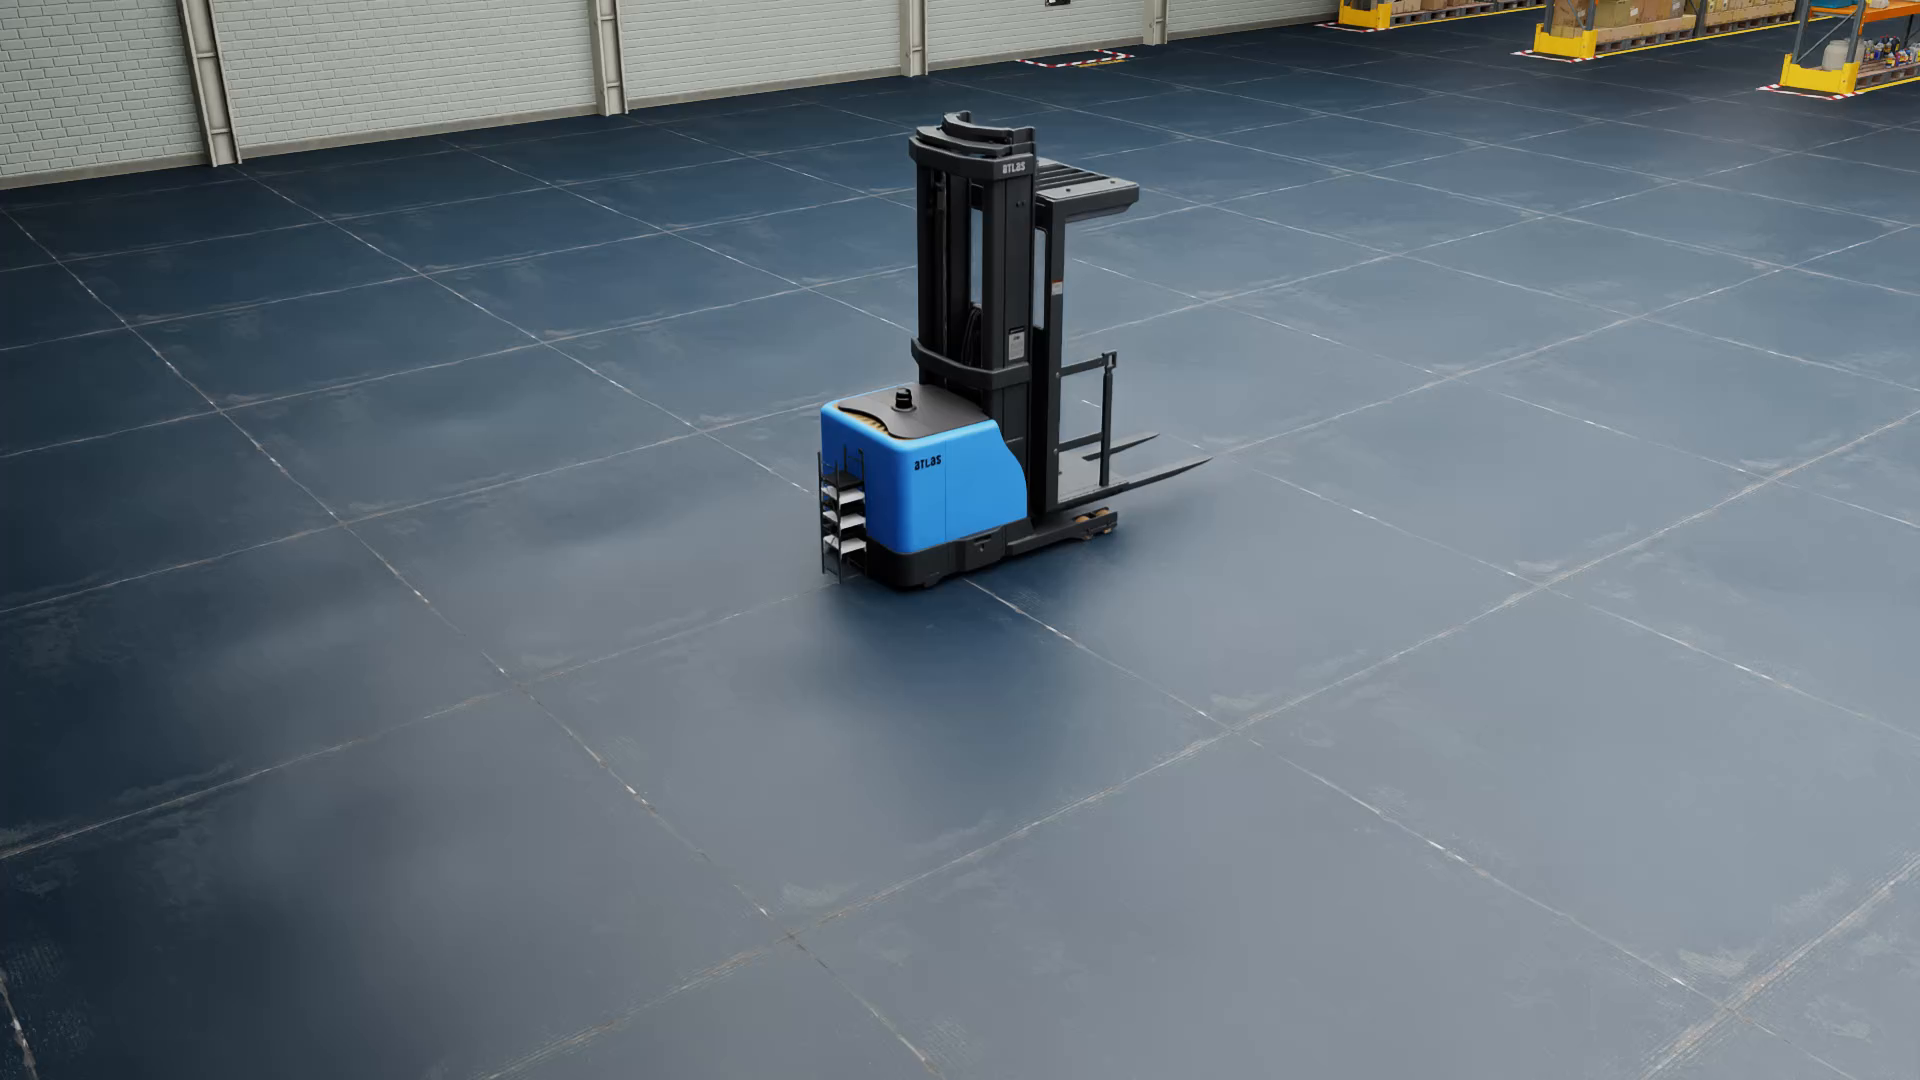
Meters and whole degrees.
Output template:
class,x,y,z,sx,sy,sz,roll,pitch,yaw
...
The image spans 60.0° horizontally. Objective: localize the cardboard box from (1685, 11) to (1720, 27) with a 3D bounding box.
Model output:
class,x,y,z,sx,sy,sz,roll,pitch,yaw
cardboard box,15.277,-10.753,34.250,0.500,0.250,0.500,-19,31,-35

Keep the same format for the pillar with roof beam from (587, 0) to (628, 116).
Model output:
class,x,y,z,sx,sy,sz,roll,pitch,yaw
pillar with roof beam,-2.892,-9.475,21.604,0.400,9.000,9.100,-18,31,-34

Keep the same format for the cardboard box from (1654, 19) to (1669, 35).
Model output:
class,x,y,z,sx,sy,sz,roll,pitch,yaw
cardboard box,13.793,-10.276,33.223,0.500,0.250,0.500,-18,31,-34

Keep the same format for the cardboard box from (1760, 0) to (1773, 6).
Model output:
class,x,y,z,sx,sy,sz,roll,pitch,yaw
cardboard box,16.890,-11.538,35.277,0.500,0.311,0.500,-18,31,-34

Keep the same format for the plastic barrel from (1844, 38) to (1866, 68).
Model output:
class,x,y,z,sx,sy,sz,roll,pitch,yaw
plastic barrel,15.578,-8.494,29.073,0.421,0.512,0.421,0,25,0

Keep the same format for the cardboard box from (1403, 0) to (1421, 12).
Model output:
class,x,y,z,sx,sy,sz,roll,pitch,yaw
cardboard box,9.648,-11.666,36.121,0.500,0.311,0.500,-15,29,-30

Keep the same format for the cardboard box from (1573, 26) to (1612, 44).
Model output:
class,x,y,z,sx,sy,sz,roll,pitch,yaw
cardboard box,12.218,-9.757,32.104,0.500,0.250,0.500,-18,31,-34

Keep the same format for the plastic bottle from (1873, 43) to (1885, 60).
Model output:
class,x,y,z,sx,sy,sz,roll,pitch,yaw
plastic bottle,16.597,-8.835,30.063,0.135,0.276,0.152,-18,31,-34

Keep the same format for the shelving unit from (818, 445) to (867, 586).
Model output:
class,x,y,z,sx,sy,sz,roll,pitch,yaw
shelving unit,-0.787,-0.163,11.160,0.210,0.900,0.258,-17,30,-33

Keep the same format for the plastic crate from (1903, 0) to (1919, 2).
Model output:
class,x,y,z,sx,sy,sz,roll,pitch,yaw
plastic crate,16.739,-9.520,29.139,0.437,0.136,0.530,-18,31,-34

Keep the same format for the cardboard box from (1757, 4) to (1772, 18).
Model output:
class,x,y,z,sx,sy,sz,roll,pitch,yaw
cardboard box,16.890,-11.287,35.401,0.500,0.250,0.500,-17,30,-33

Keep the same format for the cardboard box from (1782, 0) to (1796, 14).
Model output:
class,x,y,z,sx,sy,sz,roll,pitch,yaw
cardboard box,17.691,-11.552,35.972,0.500,0.250,0.500,-17,30,-33

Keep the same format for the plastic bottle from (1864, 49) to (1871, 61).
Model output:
class,x,y,z,sx,sy,sz,roll,pitch,yaw
plastic bottle,16.303,-8.714,29.892,0.097,0.201,0.097,0,25,0

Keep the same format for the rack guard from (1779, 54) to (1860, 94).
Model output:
class,x,y,z,sx,sy,sz,roll,pitch,yaw
rack guard,14.743,-8.007,28.537,0.348,0.500,1.175,-18,31,-34

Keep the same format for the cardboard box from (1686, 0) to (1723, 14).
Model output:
class,x,y,z,sx,sy,sz,roll,pitch,yaw
cardboard box,15.286,-11.009,34.137,0.500,0.311,0.500,-18,30,-34

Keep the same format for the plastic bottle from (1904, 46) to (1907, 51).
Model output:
class,x,y,z,sx,sy,sz,roll,pitch,yaw
plastic bottle,16.930,-8.710,29.786,0.133,0.283,0.061,-18,31,-34

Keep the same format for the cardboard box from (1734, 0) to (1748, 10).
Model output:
class,x,y,z,sx,sy,sz,roll,pitch,yaw
cardboard box,16.089,-11.272,34.704,0.500,0.311,0.500,-19,31,-36

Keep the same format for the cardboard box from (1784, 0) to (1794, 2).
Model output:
class,x,y,z,sx,sy,sz,roll,pitch,yaw
cardboard box,17.694,-11.806,35.853,0.500,0.311,0.500,-17,30,-33

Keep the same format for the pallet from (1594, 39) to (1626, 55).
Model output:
class,x,y,z,sx,sy,sz,roll,pitch,yaw
pallet,12.235,-9.695,32.517,1.213,0.211,1.003,-18,31,-34

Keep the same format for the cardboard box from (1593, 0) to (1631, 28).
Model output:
class,x,y,z,sx,sy,sz,roll,pitch,yaw
cardboard box,12.611,-10.227,32.227,0.500,0.500,0.500,-18,31,-34

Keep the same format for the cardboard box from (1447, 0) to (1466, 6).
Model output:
class,x,y,z,sx,sy,sz,roll,pitch,yaw
cardboard box,10.955,-12.210,37.069,0.500,0.500,0.500,-21,32,-38

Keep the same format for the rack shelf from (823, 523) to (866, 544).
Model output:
class,x,y,z,sx,sy,sz,roll,pitch,yaw
rack shelf,-0.787,-0.051,11.212,0.200,0.077,0.258,-17,30,-33

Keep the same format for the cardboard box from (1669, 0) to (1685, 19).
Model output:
class,x,y,z,sx,sy,sz,roll,pitch,yaw
cardboard box,14.176,-10.751,33.356,0.500,0.500,0.500,-18,31,-34

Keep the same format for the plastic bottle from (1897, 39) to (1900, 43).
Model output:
class,x,y,z,sx,sy,sz,roll,pitch,yaw
plastic bottle,17.168,-9.047,30.511,0.133,0.283,0.061,-18,31,-34

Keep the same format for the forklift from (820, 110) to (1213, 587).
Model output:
class,x,y,z,sx,sy,sz,roll,pitch,yaw
forklift,0.520,-1.492,11.610,3.031,2.935,1.130,-17,30,-33

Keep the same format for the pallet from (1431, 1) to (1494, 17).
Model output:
class,x,y,z,sx,sy,sz,roll,pitch,yaw
pallet,11.240,-11.976,37.431,1.213,0.211,1.003,-18,31,-34

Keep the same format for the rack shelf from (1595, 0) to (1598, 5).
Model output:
class,x,y,z,sx,sy,sz,roll,pitch,yaw
rack shelf,13.233,-10.941,32.743,4.000,0.370,1.077,-18,31,-34

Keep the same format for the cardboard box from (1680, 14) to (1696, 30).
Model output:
class,x,y,z,sx,sy,sz,roll,pitch,yaw
cardboard box,14.577,-10.537,33.786,0.500,0.250,0.500,-18,31,-34

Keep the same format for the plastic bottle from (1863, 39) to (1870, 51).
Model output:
class,x,y,z,sx,sy,sz,roll,pitch,yaw
plastic bottle,16.340,-8.863,30.035,0.185,0.351,0.144,-17,30,-32

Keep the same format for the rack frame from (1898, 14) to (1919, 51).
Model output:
class,x,y,z,sx,sy,sz,roll,pitch,yaw
rack frame,17.860,-10.145,30.173,0.127,3.000,1.000,-18,31,-34

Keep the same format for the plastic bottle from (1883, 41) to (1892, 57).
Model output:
class,x,y,z,sx,sy,sz,roll,pitch,yaw
plastic bottle,16.929,-8.957,30.332,0.097,0.271,0.097,0,25,0

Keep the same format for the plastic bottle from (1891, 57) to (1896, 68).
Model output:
class,x,y,z,sx,sy,sz,roll,pitch,yaw
plastic bottle,16.413,-8.431,29.281,0.097,0.201,0.097,0,25,0

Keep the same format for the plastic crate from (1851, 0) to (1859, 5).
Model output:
class,x,y,z,sx,sy,sz,roll,pitch,yaw
plastic crate,15.436,-9.434,28.819,0.408,0.251,0.499,-18,31,-34

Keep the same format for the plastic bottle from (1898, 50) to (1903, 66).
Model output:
class,x,y,z,sx,sy,sz,roll,pitch,yaw
plastic bottle,16.601,-8.525,29.400,0.097,0.271,0.097,0,25,0

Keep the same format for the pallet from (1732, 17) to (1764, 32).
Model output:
class,x,y,z,sx,sy,sz,roll,pitch,yaw
pallet,16.323,-11.045,35.425,1.213,0.211,1.003,-18,31,-34

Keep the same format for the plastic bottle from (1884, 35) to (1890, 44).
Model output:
class,x,y,z,sx,sy,sz,roll,pitch,yaw
plastic bottle,16.969,-9.071,30.483,0.185,0.351,0.144,-17,30,-33

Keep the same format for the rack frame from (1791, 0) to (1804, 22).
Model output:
class,x,y,z,sx,sy,sz,roll,pitch,yaw
rack frame,17.954,-12.826,35.950,0.127,3.000,1.000,-18,31,-34

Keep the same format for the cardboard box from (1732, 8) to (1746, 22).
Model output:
class,x,y,z,sx,sy,sz,roll,pitch,yaw
cardboard box,16.086,-11.021,34.827,0.500,0.250,0.500,-19,31,-36

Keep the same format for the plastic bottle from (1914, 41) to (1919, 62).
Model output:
class,x,y,z,sx,sy,sz,roll,pitch,yaw
plastic bottle,17.126,-8.746,29.784,0.185,0.351,0.144,-18,31,-34

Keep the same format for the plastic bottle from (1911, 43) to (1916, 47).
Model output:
class,x,y,z,sx,sy,sz,roll,pitch,yaw
plastic bottle,17.269,-8.839,30.072,0.135,0.276,0.152,-18,31,-34

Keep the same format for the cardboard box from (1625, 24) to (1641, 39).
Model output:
class,x,y,z,sx,sy,sz,roll,pitch,yaw
cardboard box,13.003,-10.017,32.666,0.500,0.250,0.500,-18,31,-34

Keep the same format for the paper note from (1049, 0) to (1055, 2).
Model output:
class,x,y,z,sx,sy,sz,roll,pitch,yaw
paper note,1.745,-10.246,31.437,0.142,0.148,0.016,-18,31,-34

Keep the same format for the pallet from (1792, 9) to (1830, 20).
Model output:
class,x,y,z,sx,sy,sz,roll,pitch,yaw
pallet,18.565,-11.742,36.928,1.213,0.211,1.003,-18,31,-34

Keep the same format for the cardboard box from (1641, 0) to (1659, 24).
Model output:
class,x,y,z,sx,sy,sz,roll,pitch,yaw
cardboard box,13.400,-10.485,32.784,0.500,0.500,0.500,-18,31,-34

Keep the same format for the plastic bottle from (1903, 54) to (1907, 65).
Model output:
class,x,y,z,sx,sy,sz,roll,pitch,yaw
plastic bottle,16.758,-8.545,29.526,0.097,0.201,0.097,0,25,0

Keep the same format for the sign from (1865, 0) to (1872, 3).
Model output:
class,x,y,z,sx,sy,sz,roll,pitch,yaw
sign,15.049,-9.048,27.481,0.005,0.325,0.100,-18,31,-34

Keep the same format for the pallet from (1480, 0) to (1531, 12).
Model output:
class,x,y,z,sx,sy,sz,roll,pitch,yaw
pallet,12.359,-12.365,38.269,1.213,0.211,1.003,-18,31,-34

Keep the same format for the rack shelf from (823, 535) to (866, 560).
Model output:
class,x,y,z,sx,sy,sz,roll,pitch,yaw
rack shelf,-0.787,0.030,11.250,0.200,0.077,0.258,-17,30,-33

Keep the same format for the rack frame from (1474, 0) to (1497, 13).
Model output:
class,x,y,z,sx,sy,sz,roll,pitch,yaw
rack frame,11.747,-13.427,37.245,0.127,3.000,1.000,-18,31,-34

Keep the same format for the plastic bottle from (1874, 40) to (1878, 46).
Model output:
class,x,y,z,sx,sy,sz,roll,pitch,yaw
plastic bottle,16.665,-8.962,30.329,0.133,0.283,0.061,-17,30,-32

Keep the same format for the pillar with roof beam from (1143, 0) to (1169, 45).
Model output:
class,x,y,z,sx,sy,sz,roll,pitch,yaw
pillar with roof beam,6.551,-12.593,28.321,0.400,9.000,9.100,-18,31,-34

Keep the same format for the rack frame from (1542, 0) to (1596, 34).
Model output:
class,x,y,z,sx,sy,sz,roll,pitch,yaw
rack frame,11.659,-10.748,31.472,0.127,3.000,1.000,-18,31,-34

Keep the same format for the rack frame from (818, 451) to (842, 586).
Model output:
class,x,y,z,sx,sy,sz,roll,pitch,yaw
rack frame,-0.868,-0.138,11.105,0.006,0.900,0.240,-17,30,-33

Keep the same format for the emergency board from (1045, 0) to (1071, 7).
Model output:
class,x,y,z,sx,sy,sz,roll,pitch,yaw
emergency board,1.927,-10.668,31.301,0.643,1.169,0.194,-18,31,-34

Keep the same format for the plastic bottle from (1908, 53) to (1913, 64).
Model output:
class,x,y,z,sx,sy,sz,roll,pitch,yaw
plastic bottle,16.920,-8.598,29.642,0.097,0.201,0.097,0,25,0

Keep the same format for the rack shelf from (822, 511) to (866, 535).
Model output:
class,x,y,z,sx,sy,sz,roll,pitch,yaw
rack shelf,-0.787,-0.133,11.174,0.200,0.077,0.258,-17,30,-33

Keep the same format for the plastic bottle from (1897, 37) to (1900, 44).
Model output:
class,x,y,z,sx,sy,sz,roll,pitch,yaw
plastic bottle,17.339,-9.169,30.790,0.097,0.271,0.097,0,25,0

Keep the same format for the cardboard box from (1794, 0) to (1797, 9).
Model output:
class,x,y,z,sx,sy,sz,roll,pitch,yaw
cardboard box,18.489,-11.915,36.434,0.500,0.500,0.500,-17,30,-32

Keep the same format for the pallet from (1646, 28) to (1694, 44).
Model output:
class,x,y,z,sx,sy,sz,roll,pitch,yaw
pallet,14.155,-10.329,33.883,1.213,0.211,1.003,-18,31,-34

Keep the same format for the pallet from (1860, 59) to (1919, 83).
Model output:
class,x,y,z,sx,sy,sz,roll,pitch,yaw
pallet,16.345,-8.401,29.727,1.213,0.211,1.003,-18,31,-34
